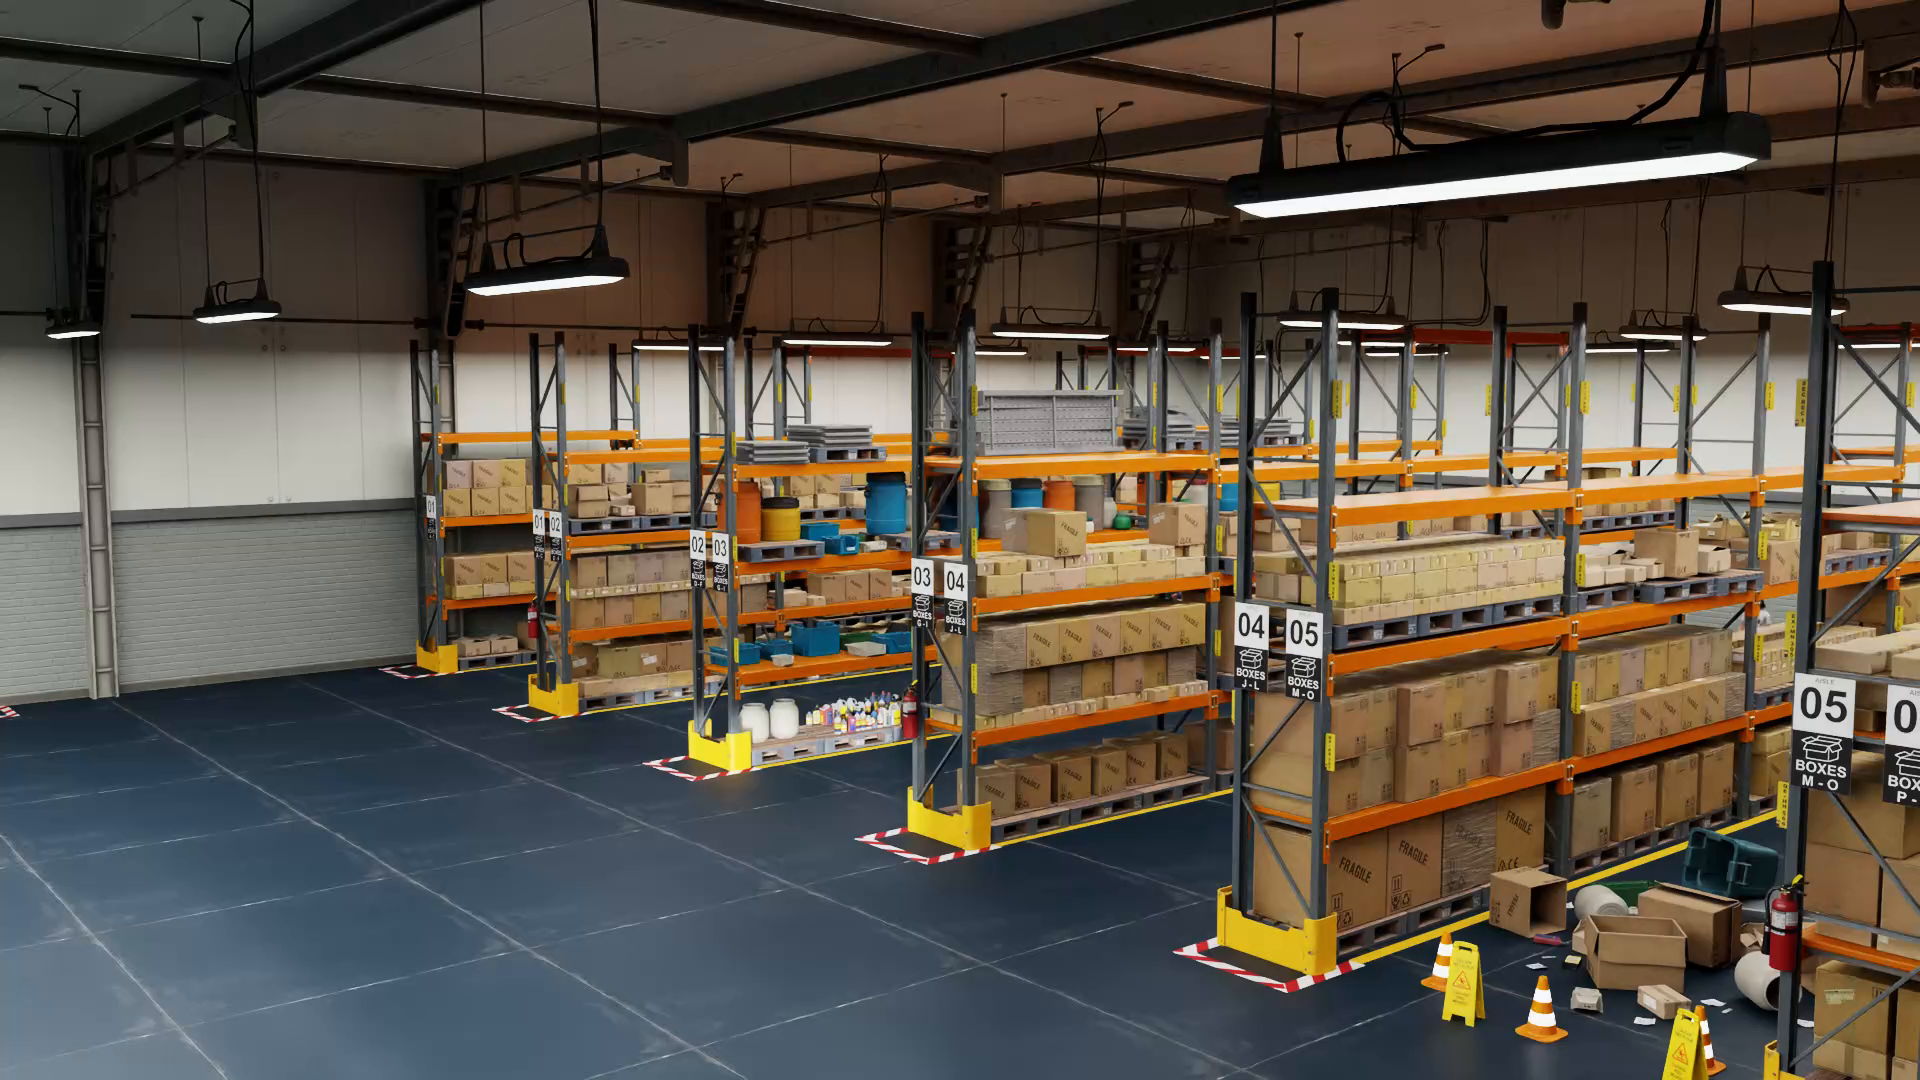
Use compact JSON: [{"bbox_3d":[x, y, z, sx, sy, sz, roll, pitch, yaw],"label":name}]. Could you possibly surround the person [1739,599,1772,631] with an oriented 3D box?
[{"bbox_3d":[13.428,1.729,28.095,0.538,1.606,1.009,2,6,21],"label":"person"}]
